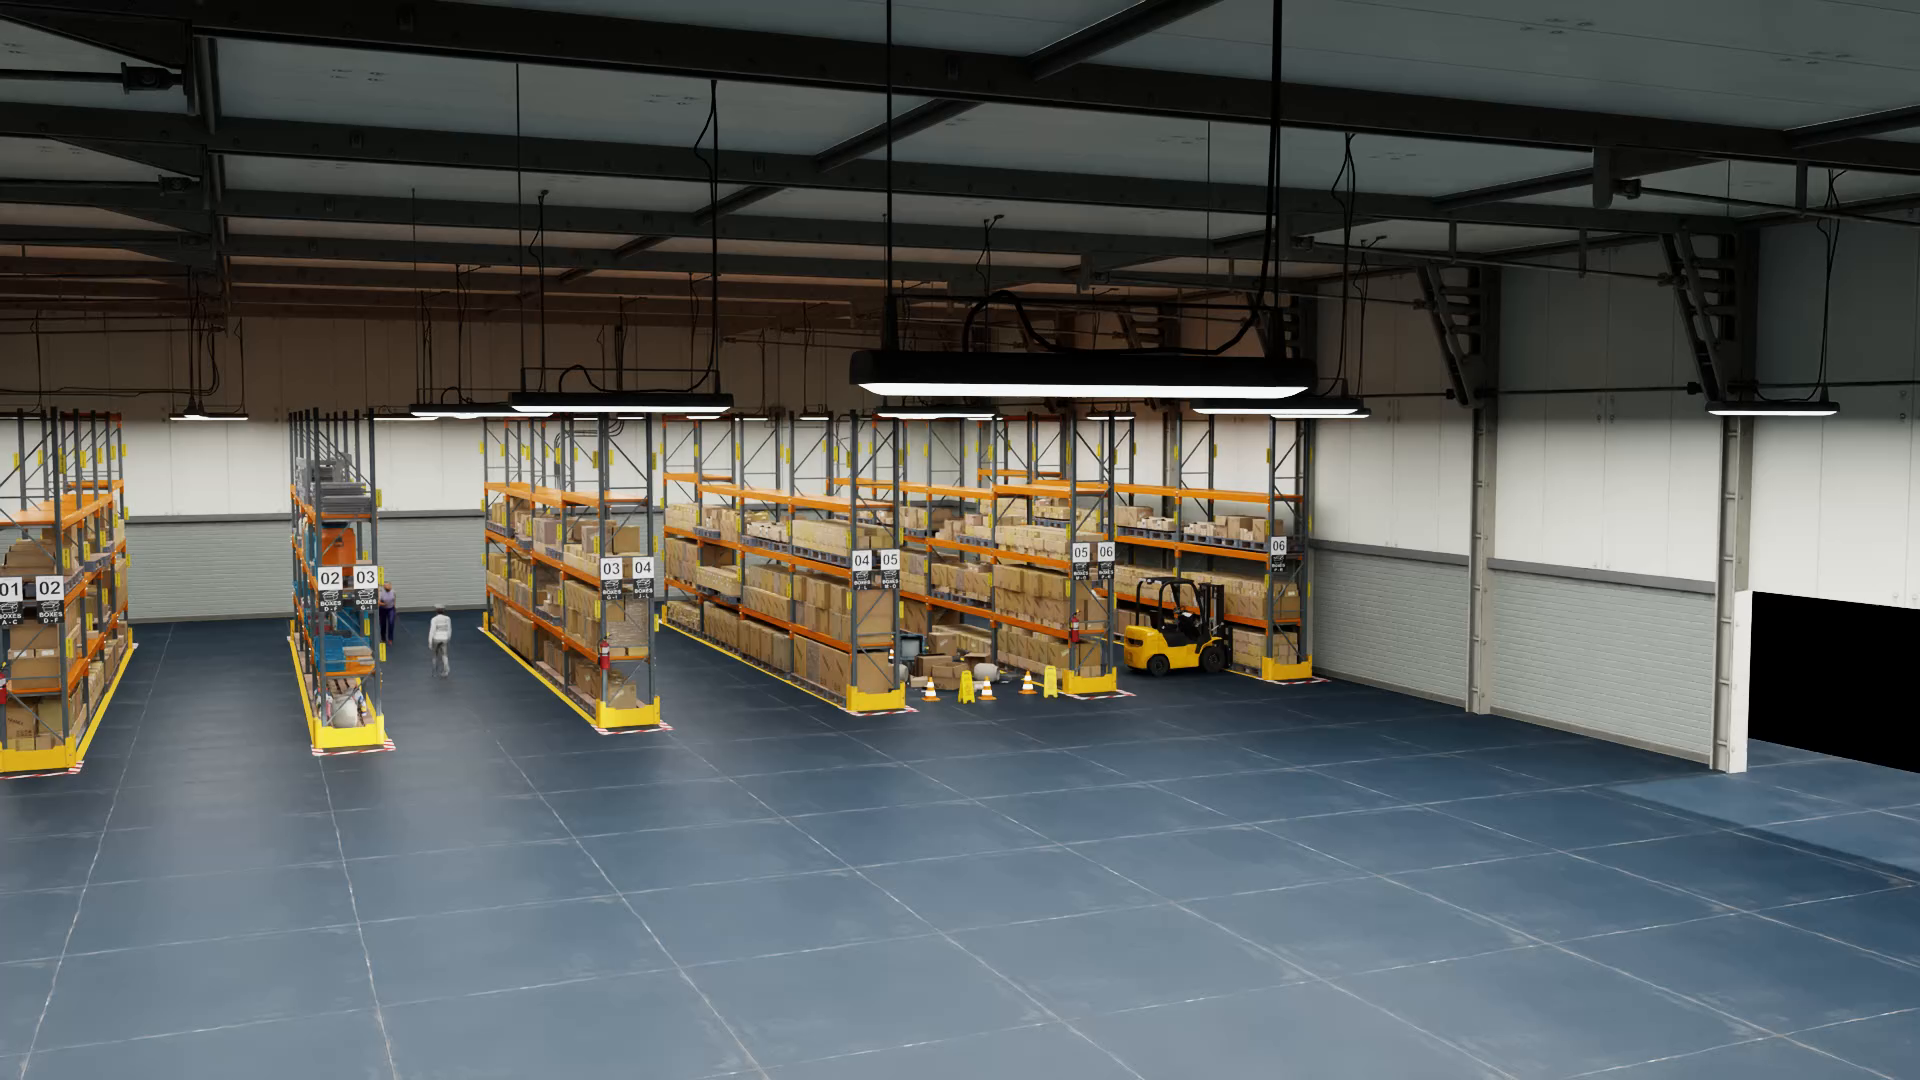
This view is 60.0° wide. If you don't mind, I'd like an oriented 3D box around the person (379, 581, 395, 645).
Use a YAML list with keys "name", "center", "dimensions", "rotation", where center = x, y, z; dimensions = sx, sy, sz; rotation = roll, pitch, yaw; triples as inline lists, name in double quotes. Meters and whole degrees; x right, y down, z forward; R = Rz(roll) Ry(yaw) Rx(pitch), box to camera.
- name: "person"
  center: [-14.919, 1.892, 43.192]
  dimensions: [0.492, 1.665, 0.977]
  rotation: [-2, 4, -25]

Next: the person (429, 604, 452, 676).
- name: "person"
  center: [-11.715, 2.270, 37.506]
  dimensions: [0.522, 1.647, 0.810]
  rotation: [-2, 4, -26]

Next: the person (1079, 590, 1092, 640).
- name: "person"
  center: [3.059, 1.999, 39.995]
  dimensions: [0.552, 1.729, 0.641]
  rotation: [-2, 5, -31]

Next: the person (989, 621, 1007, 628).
- name: "person"
  center: [1.099, 1.627, 44.132]
  dimensions: [0.835, 1.651, 0.548]
  rotation: [4, 5, 41]

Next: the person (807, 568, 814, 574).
- name: "person"
  center: [-4.233, 1.613, 47.501]
  dimensions: [0.401, 1.649, 0.477]
  rotation: [1, 4, 10]
